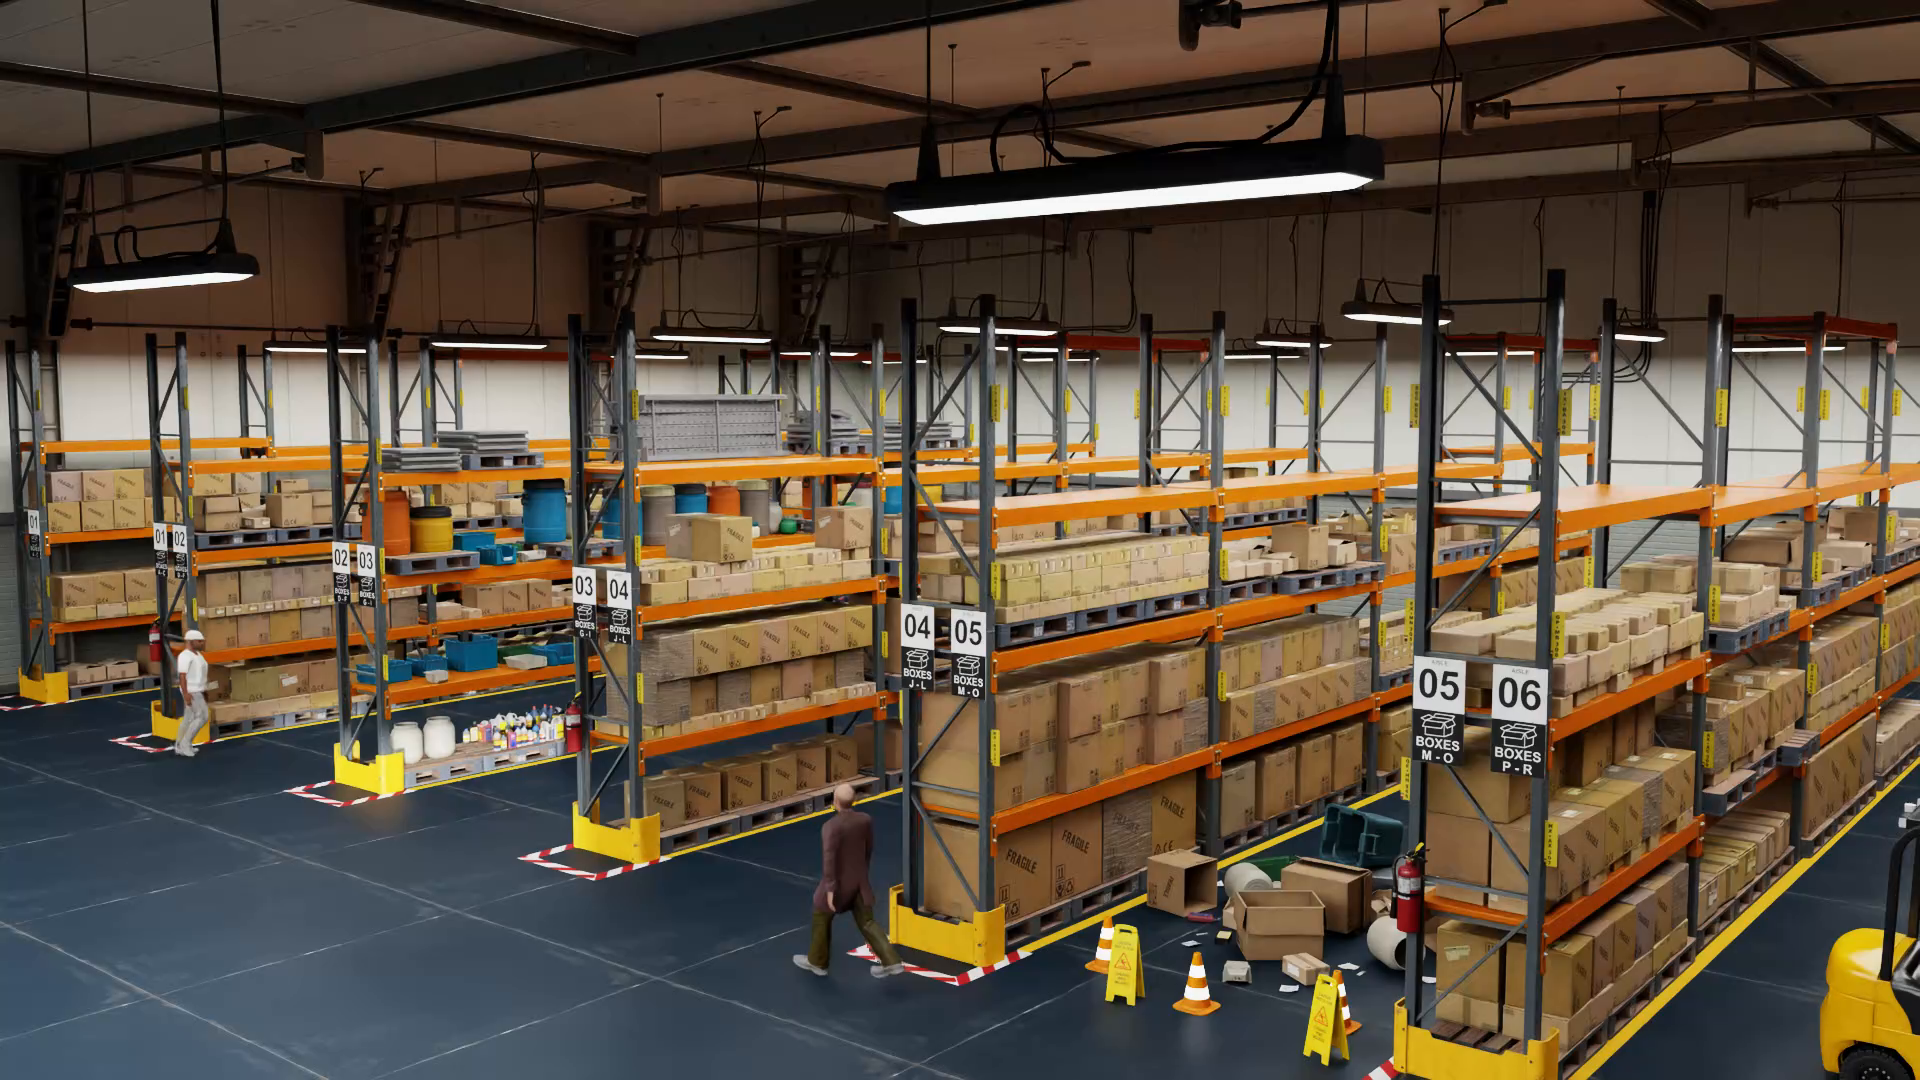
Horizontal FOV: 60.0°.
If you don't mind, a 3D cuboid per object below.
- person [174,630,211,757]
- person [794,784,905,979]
[{"bbox_3d":[-10.901,2.156,23.577,0.504,1.744,0.646,-1,5,-14],"label":"person"},{"bbox_3d":[-0.986,2.989,14.513,1.144,1.731,0.581,4,7,39],"label":"person"}]
